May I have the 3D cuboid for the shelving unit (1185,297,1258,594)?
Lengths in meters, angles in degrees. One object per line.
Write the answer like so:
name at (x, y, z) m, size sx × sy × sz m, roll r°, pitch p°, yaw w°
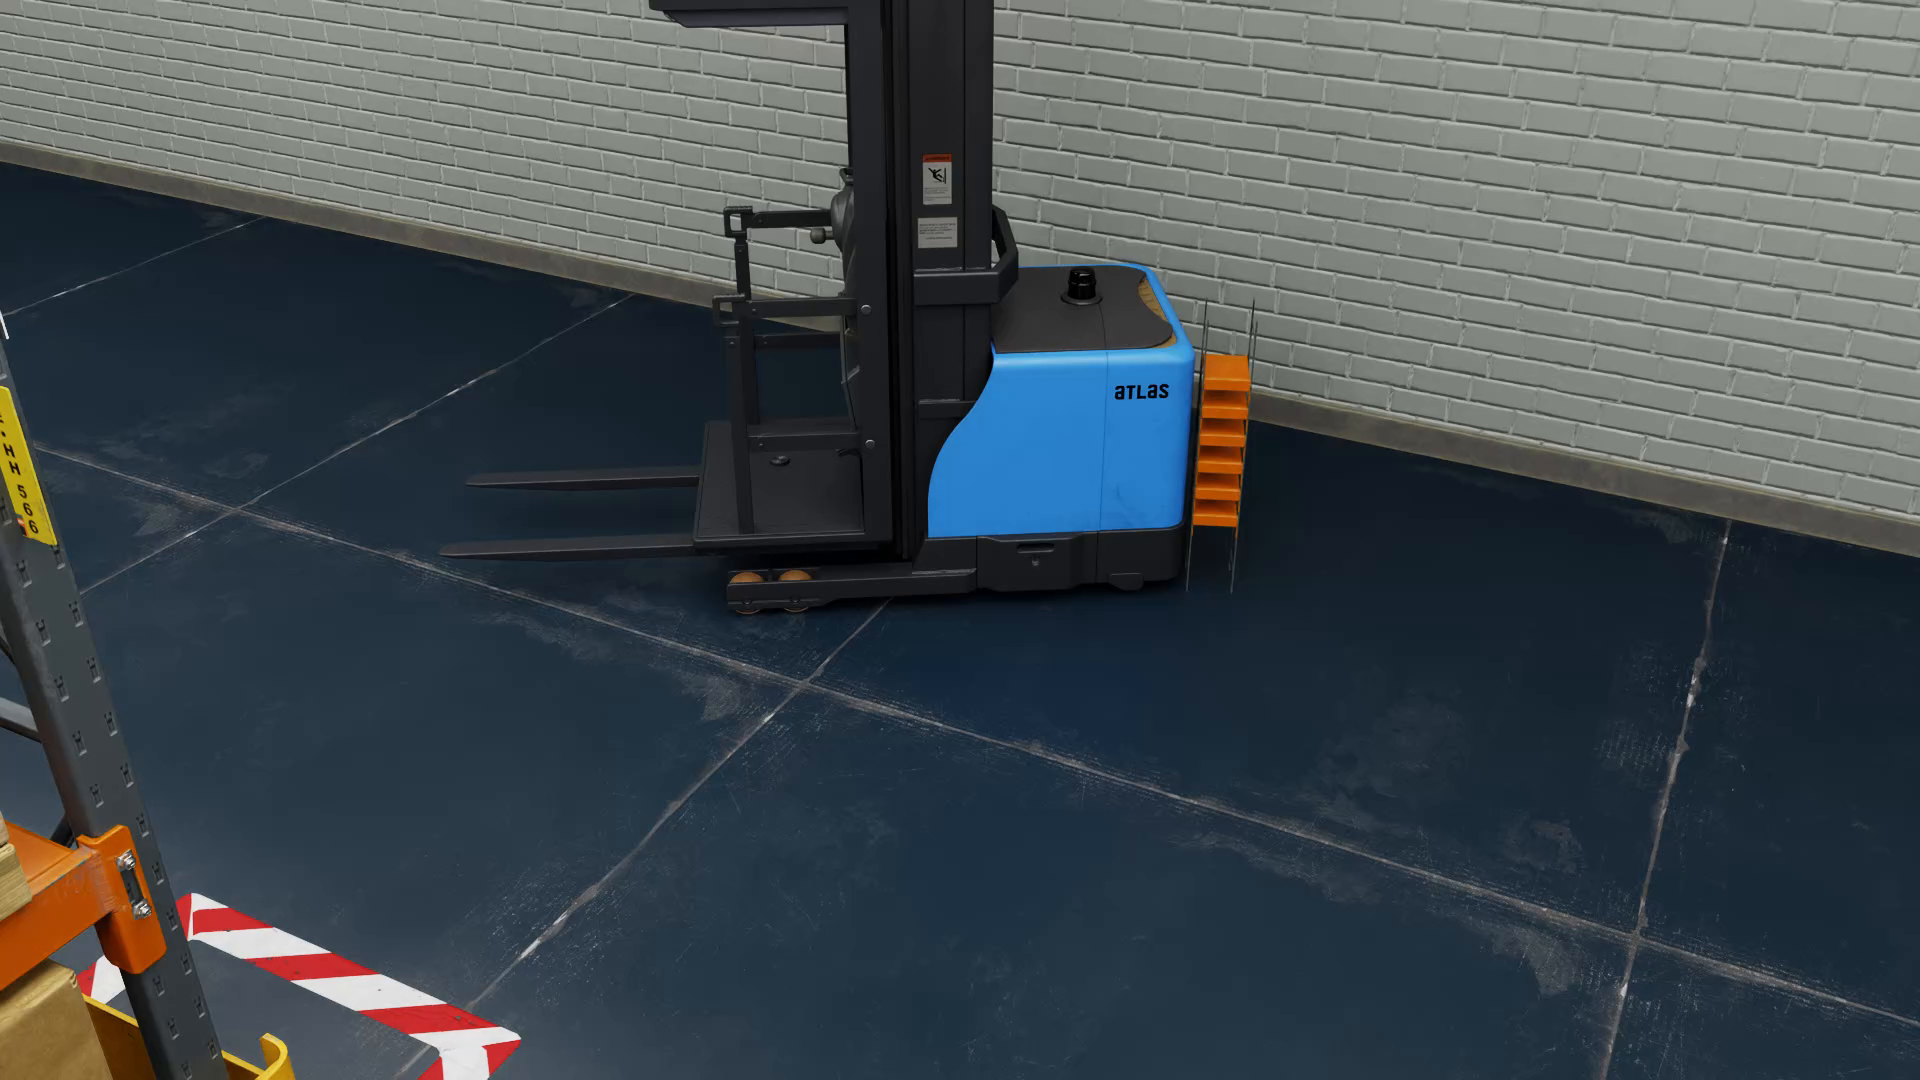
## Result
shelving unit at (1.041, -0.363, 6.677) m, size 0.189 × 1.200 × 0.258 m, roll 3°, pitch 30°, yaw 5°

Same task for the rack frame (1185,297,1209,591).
rack frame at (0.950, -0.367, 6.685) m, size 0.006 × 1.200 × 0.240 m, roll 3°, pitch 30°, yaw 5°

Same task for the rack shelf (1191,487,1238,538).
rack shelf at (1.041, -0.116, 6.819) m, size 0.180 × 0.103 × 0.258 m, roll 3°, pitch 30°, yaw 5°

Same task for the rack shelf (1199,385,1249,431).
rack shelf at (1.041, -0.533, 6.580) m, size 0.180 × 0.103 × 0.258 m, roll 3°, pitch 30°, yaw 5°

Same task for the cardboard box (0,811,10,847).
cardboard box at (-2.214, 0.546, 3.140) m, size 0.500 × 0.250 × 0.500 m, roll 14°, pitch 33°, yaw 23°

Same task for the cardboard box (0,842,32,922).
cardboard box at (-2.098, 0.676, 3.313) m, size 0.380 × 0.149 × 0.250 m, roll 15°, pitch 33°, yaw 24°

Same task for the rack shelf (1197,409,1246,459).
rack shelf at (1.041, -0.428, 6.640) m, size 0.180 × 0.103 × 0.258 m, roll 3°, pitch 30°, yaw 5°

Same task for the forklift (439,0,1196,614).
forklift at (-0.620, -1.246, 6.476) m, size 3.031 × 2.935 × 1.130 m, roll -2°, pitch 30°, yaw -4°

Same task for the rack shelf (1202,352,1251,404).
rack shelf at (1.041, -0.637, 6.520) m, size 0.180 × 0.103 × 0.258 m, roll 3°, pitch 30°, yaw 5°

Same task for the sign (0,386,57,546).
sign at (-1.753, -0.141, 3.083) m, size 0.100 × 0.325 × 0.005 m, roll 14°, pitch 33°, yaw 23°

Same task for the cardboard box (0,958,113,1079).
cardboard box at (-2.450, 1.376, 3.554) m, size 0.875 × 0.875 × 0.875 m, roll 14°, pitch 33°, yaw 23°

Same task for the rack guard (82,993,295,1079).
rack guard at (-2.218, 1.408, 4.296) m, size 1.175 × 0.500 × 0.348 m, roll 14°, pitch 33°, yaw 23°

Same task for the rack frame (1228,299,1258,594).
rack frame at (1.132, -0.358, 6.669) m, size 0.006 × 1.200 × 0.240 m, roll 3°, pitch 30°, yaw 5°

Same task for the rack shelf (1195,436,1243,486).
rack shelf at (1.041, -0.324, 6.699) m, size 0.180 × 0.103 × 0.258 m, roll 3°, pitch 30°, yaw 5°

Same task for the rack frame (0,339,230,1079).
rack frame at (-2.229, 0.335, 3.655) m, size 1.000 × 3.000 × 0.127 m, roll 14°, pitch 33°, yaw 23°

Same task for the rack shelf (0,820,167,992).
rack shelf at (-3.140, 1.533, 2.291) m, size 1.077 × 0.370 × 4.000 m, roll 14°, pitch 33°, yaw 23°

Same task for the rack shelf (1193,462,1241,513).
rack shelf at (1.041, -0.220, 6.759) m, size 0.180 × 0.103 × 0.258 m, roll 3°, pitch 30°, yaw 5°

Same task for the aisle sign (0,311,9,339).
aisle sign at (-1.929, -0.757, 2.945) m, size 0.394 × 0.787 × 0.004 m, roll 14°, pitch 33°, yaw 23°
